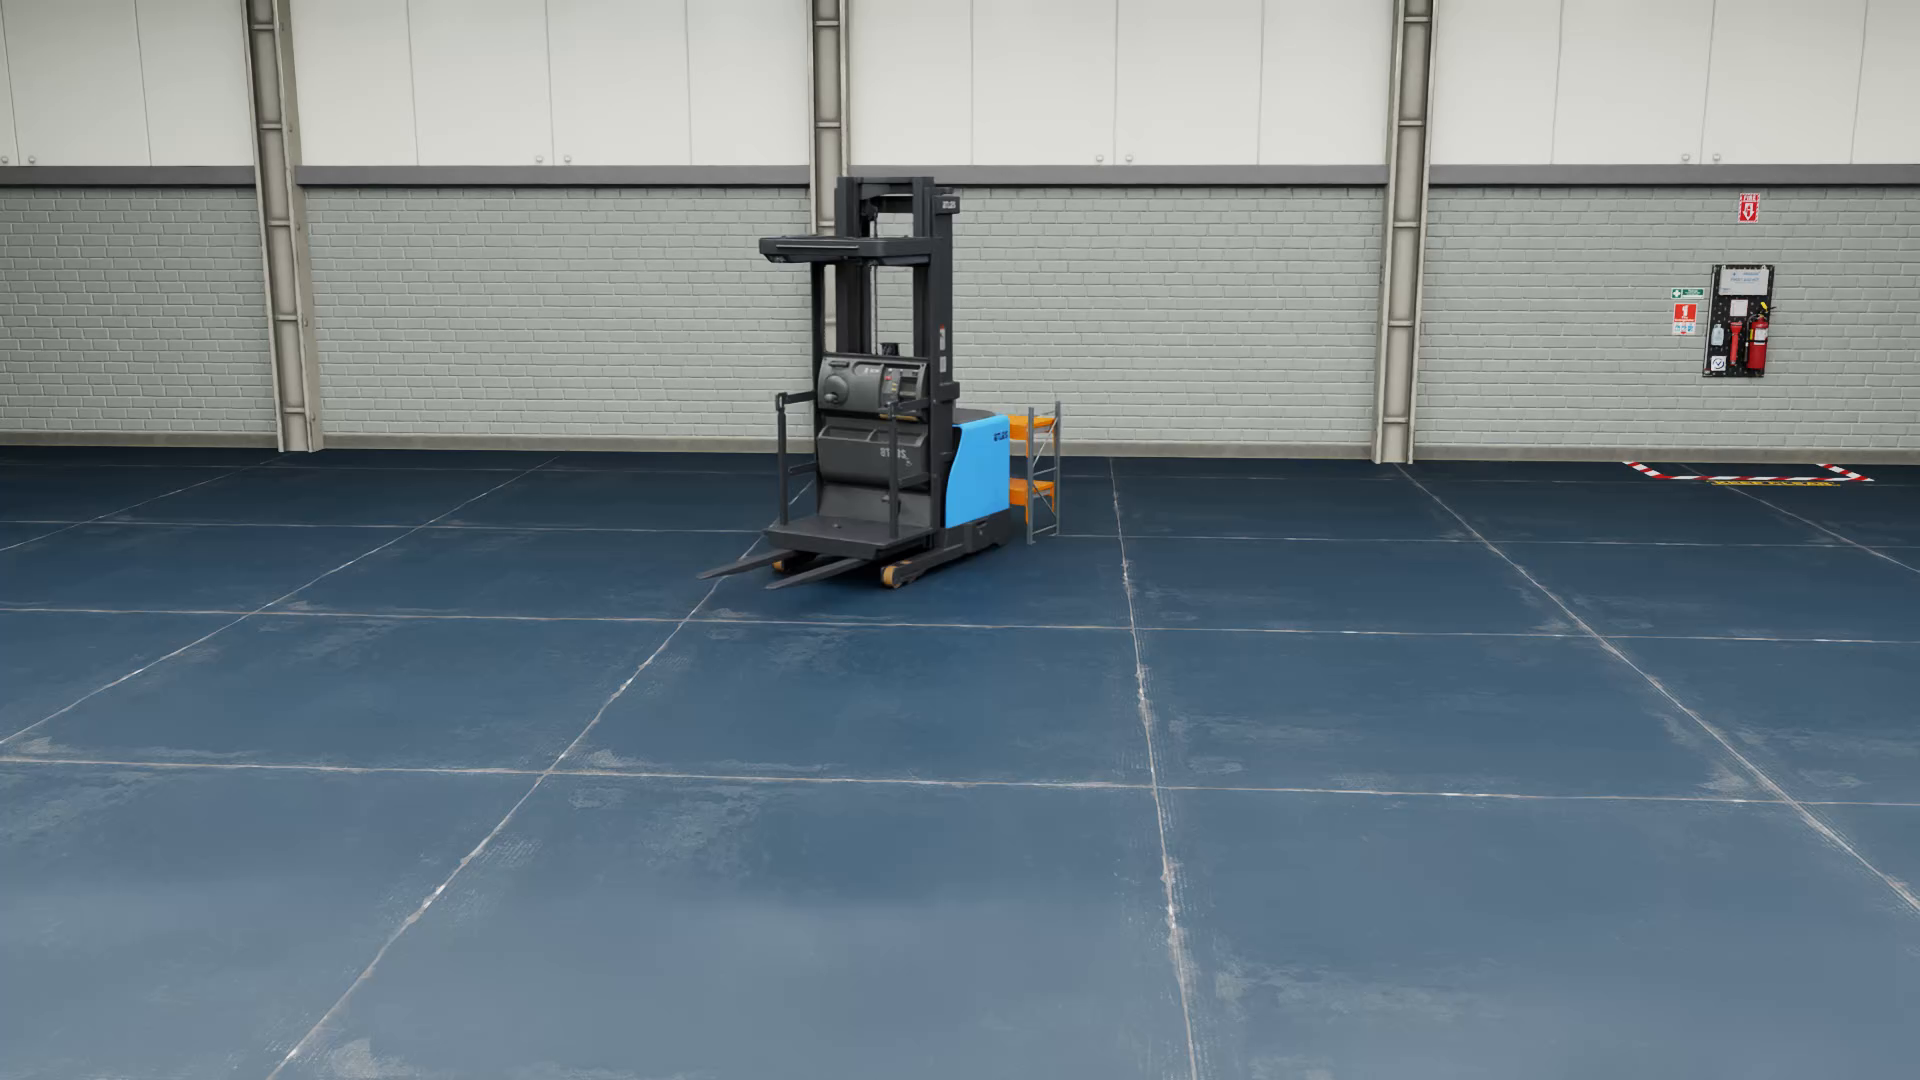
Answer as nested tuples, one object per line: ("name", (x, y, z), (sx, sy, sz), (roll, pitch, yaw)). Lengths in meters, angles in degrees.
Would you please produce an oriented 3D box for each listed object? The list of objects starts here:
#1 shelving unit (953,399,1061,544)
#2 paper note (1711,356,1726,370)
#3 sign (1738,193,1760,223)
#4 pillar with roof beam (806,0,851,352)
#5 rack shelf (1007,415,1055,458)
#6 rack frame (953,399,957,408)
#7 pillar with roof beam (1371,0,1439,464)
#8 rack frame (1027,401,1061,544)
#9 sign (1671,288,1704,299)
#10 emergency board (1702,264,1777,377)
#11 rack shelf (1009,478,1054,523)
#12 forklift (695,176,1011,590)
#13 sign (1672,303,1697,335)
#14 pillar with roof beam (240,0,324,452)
("shelving unit", (0.259, -0.615, 13.958), (1.048, 1.125, 0.538), (7, 14, 31))
("paper note", (7.969, -1.856, 17.466), (0.142, 0.148, 0.016), (1, 12, 4))
("sign", (8.140, -3.426, 17.158), (0.199, 0.298, 0.001), (1, 12, 4))
("pillar with roof beam", (-1.656, -4.450, 13.065), (0.400, 9.000, 9.100), (1, 12, 4))
("rack shelf", (0.259, -0.901, 13.898), (1.000, 0.278, 0.538), (7, 14, 31))
("rack frame", (-0.173, -0.669, 14.220), (0.032, 1.125, 0.500), (7, 14, 31))
("pillar with roof beam", (4.330, -4.368, 12.672), (0.400, 9.000, 9.100), (1, 12, 4))
("rack frame", (0.692, -0.560, 13.697), (0.032, 1.125, 0.500), (7, 14, 31))
("sign", (7.600, -2.574, 17.367), (0.331, 0.109, 0.001), (1, 12, 4))
("emergency board", (8.141, -2.271, 17.297), (0.643, 1.169, 0.194), (1, 12, 4))
("rack shelf", (0.259, -0.375, 14.008), (1.000, 0.278, 0.538), (7, 14, 31))
("forklift", (-0.770, -1.192, 12.307), (1.130, 2.935, 3.031), (7, 14, 30))
("sign", (7.596, -2.317, 17.431), (0.234, 0.329, 0.001), (1, 12, 4))
("pillar with roof beam", (-7.643, -4.532, 13.457), (0.400, 9.000, 9.100), (1, 12, 4))
